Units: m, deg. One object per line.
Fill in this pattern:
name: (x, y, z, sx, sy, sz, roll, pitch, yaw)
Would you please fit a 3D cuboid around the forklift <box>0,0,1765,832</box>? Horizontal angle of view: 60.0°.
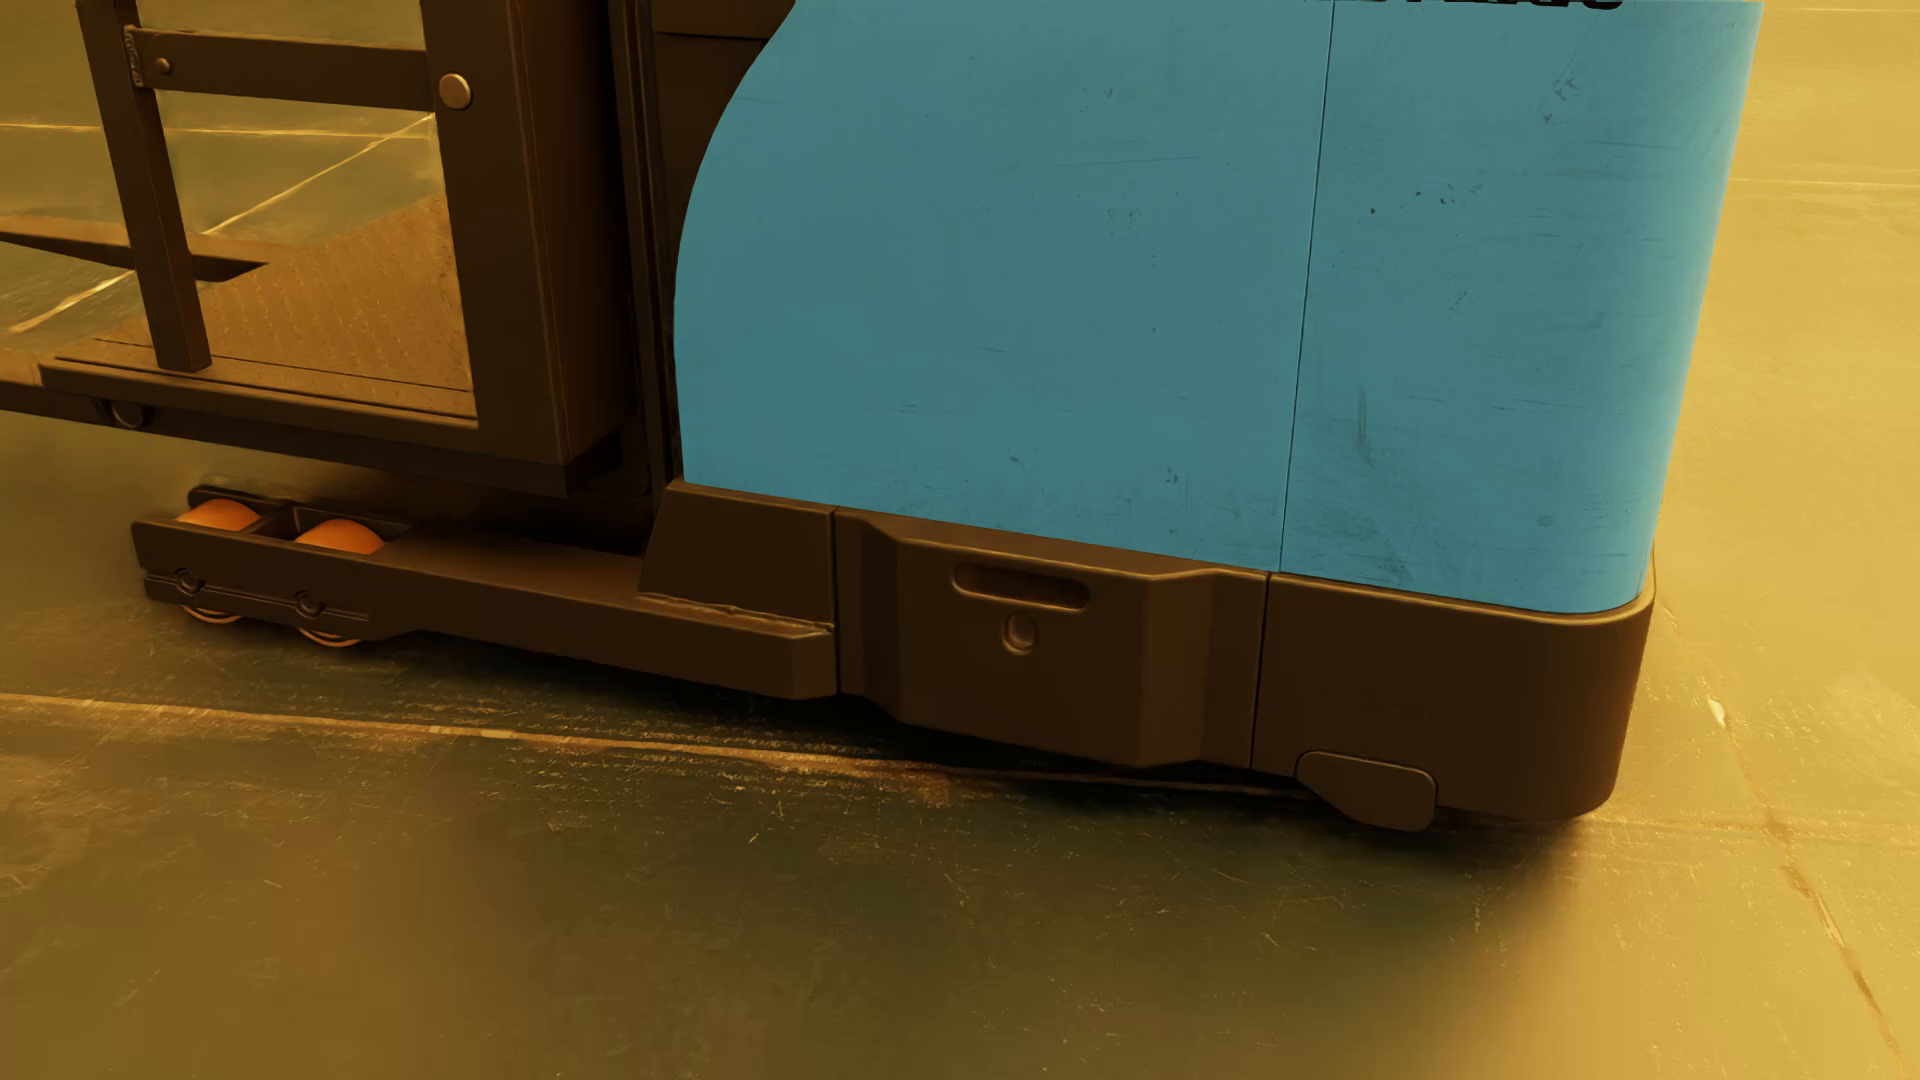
forklift: (-0.582, -1.381, 1.985, 3.031, 2.935, 1.130, 9, 28, 17)
